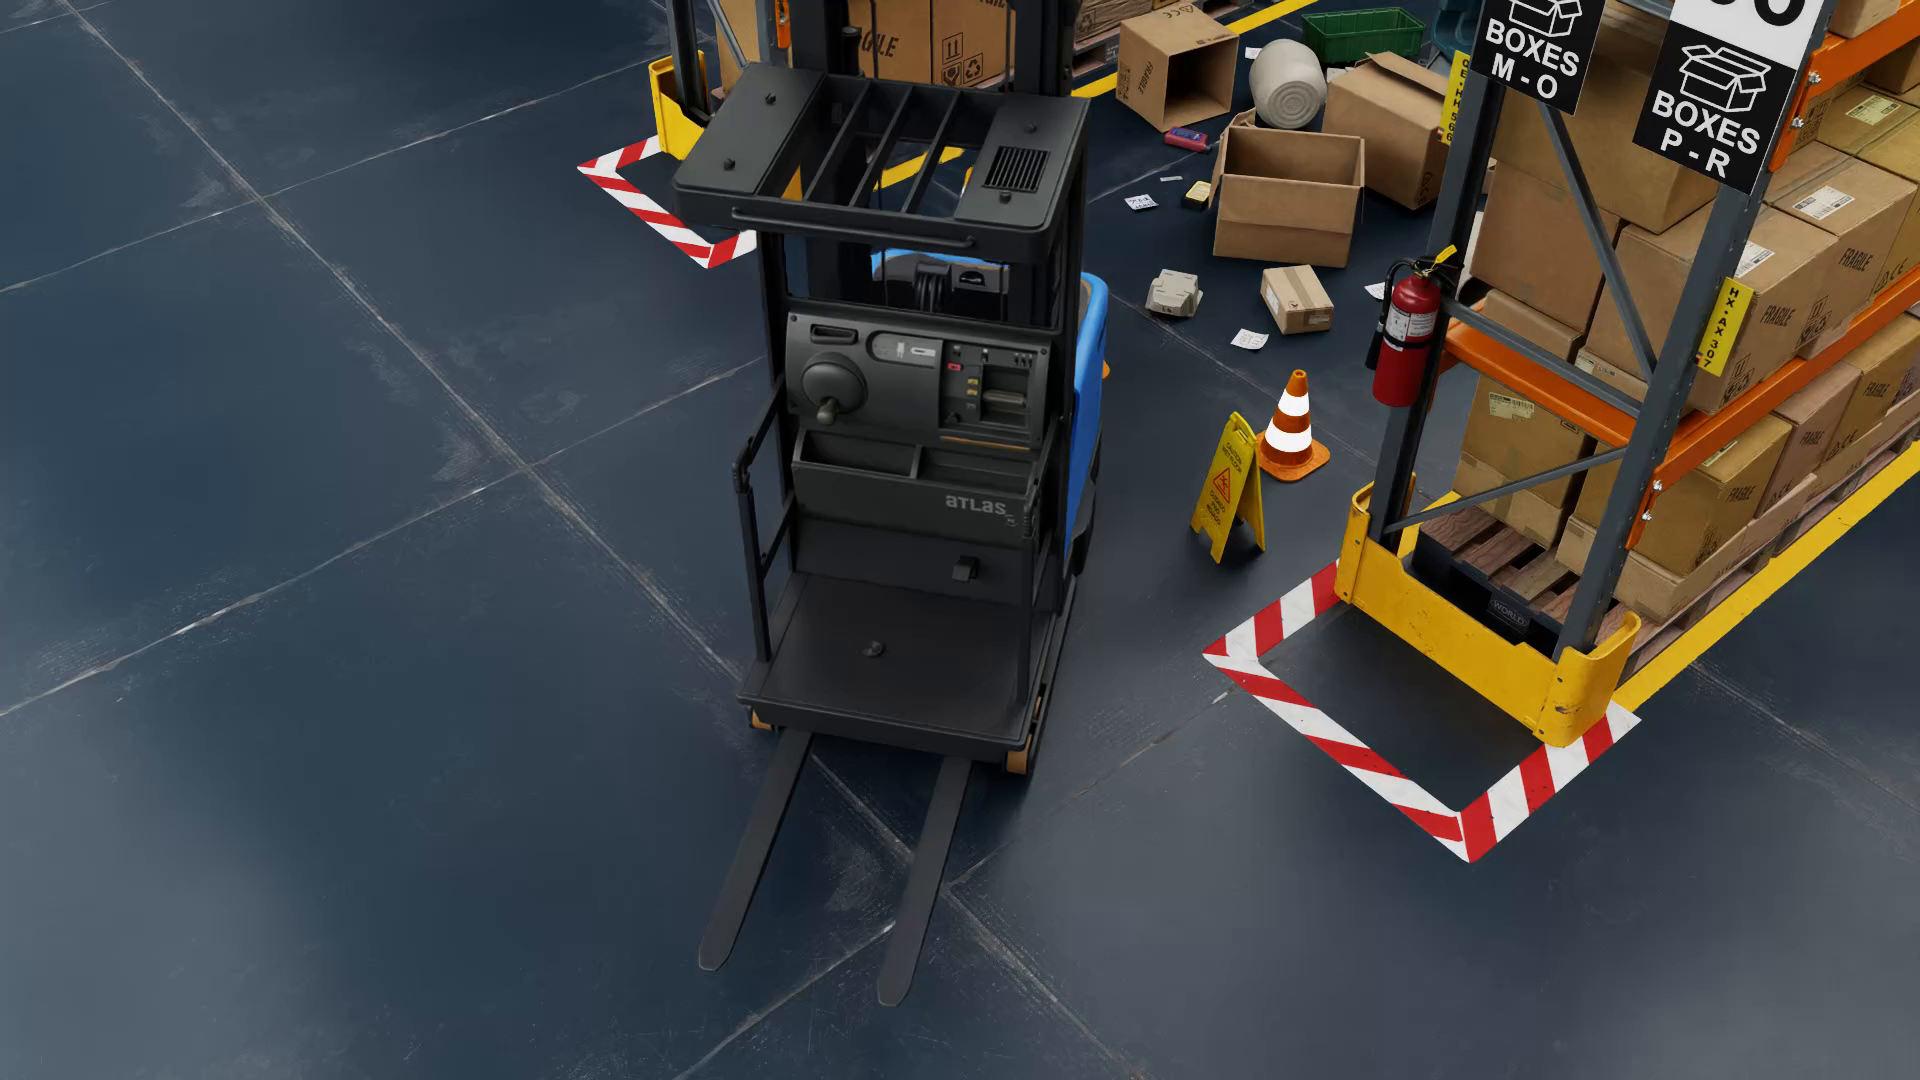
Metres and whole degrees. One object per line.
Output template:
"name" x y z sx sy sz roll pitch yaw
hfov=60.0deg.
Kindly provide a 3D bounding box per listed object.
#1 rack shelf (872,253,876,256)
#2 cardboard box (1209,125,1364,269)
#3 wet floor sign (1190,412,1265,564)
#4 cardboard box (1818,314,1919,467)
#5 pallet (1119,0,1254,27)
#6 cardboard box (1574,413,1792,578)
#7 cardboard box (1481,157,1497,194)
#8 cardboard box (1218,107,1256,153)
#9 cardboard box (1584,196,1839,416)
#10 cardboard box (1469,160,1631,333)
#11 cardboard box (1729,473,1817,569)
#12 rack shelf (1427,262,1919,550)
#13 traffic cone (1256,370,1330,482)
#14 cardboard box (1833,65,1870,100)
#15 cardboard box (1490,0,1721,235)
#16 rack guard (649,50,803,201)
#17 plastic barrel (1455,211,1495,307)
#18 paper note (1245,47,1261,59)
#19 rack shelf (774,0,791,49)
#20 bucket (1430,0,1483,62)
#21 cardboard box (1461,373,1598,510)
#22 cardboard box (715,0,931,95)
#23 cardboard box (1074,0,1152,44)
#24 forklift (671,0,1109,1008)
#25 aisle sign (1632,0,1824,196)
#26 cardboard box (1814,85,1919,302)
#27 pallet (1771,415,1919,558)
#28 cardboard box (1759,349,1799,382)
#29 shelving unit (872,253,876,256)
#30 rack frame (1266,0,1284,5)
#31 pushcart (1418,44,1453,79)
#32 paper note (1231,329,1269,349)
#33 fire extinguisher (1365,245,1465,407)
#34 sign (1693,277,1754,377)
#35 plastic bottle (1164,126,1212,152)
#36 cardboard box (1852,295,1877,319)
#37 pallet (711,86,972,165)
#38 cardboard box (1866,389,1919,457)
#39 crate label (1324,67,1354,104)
"rack shelf" -0.102 -1.078 7.540 1.000 0.185 0.538 6 40 7
"cardboard box" 1.723 -1.816 8.816 0.797 0.503 0.637 7 44 7
"wet floor sign" 1.168 -0.245 7.040 0.232 0.644 0.267 -14 45 -14
"cardboard box" 3.602 -0.717 6.976 0.500 0.500 0.500 -29 50 -27
"pallet" 1.181 -3.627 10.958 1.213 0.211 1.003 -30 51 -28
"cardboard box" 2.814 -0.269 6.499 0.500 0.500 0.500 -32 52 -29
"cardboard box" 3.066 -2.154 9.350 0.258 0.266 0.396 7 44 7
"cardboard box" 1.678 -2.218 9.418 0.258 0.266 0.396 -21 47 -21
"cardboard box" 2.541 -0.832 5.655 0.500 0.500 0.500 -31 51 -28
"cardboard box" 2.239 -1.153 5.996 0.500 0.500 0.500 -31 51 -29
"cardboard box" 3.192 -0.205 6.979 0.500 0.250 0.500 -28 50 -27
"rack shelf" 3.534 -1.241 6.906 4.000 0.370 1.077 -30 51 -28
"traffic cone" 1.502 -0.566 7.515 0.334 0.463 0.336 -30 51 -28
"cardboard box" 2.970 -1.970 6.135 0.500 0.500 0.700 -30 51 -28
"cardboard box" 2.252 -1.473 5.607 0.500 0.500 0.700 -31 51 -29
"rack guard" -1.272 -2.258 9.289 0.348 0.500 1.175 -30 51 -28
"plastic barrel" 2.613 -1.388 8.419 0.421 0.421 0.512 0 43 0
"paper note" 1.880 -3.084 10.511 0.147 0.020 0.142 7 44 7
"rack shelf" 0.281 -3.796 9.626 4.000 0.370 1.077 -30 51 -28
"bucket" 3.190 -3.027 9.563 0.620 0.611 0.726 -6 43 -21
"cardboard box" 2.447 -0.538 6.785 0.500 0.500 0.500 -29 51 -28
"cardboard box" -0.776 -2.891 9.382 0.875 0.875 0.875 -29 51 -28
"cardboard box" 0.598 -3.678 10.220 0.875 0.875 0.875 -29 51 -28
"forklift" -0.196 -0.469 5.608 1.130 2.935 3.031 9 44 9
"aisle sign" 2.151 -1.382 4.632 0.004 0.787 0.394 -30 51 -28
"cardboard box" 3.326 -1.286 6.138 0.500 0.500 0.500 -31 51 -29
"pallet" 3.639 -0.513 7.642 1.213 0.211 1.003 -30 51 -28
"cardboard box" 2.833 -0.766 6.058 0.250 0.149 0.380 -31 52 -29
"shelving unit" -0.101 -1.218 7.426 1.048 1.500 0.538 6 40 7
"rack frame" 1.815 -4.937 10.315 0.127 3.000 1.000 -30 51 -28
"pushcart" 3.567 -2.601 9.744 1.648 0.377 0.936 22 47 21
"paper note" 1.448 -1.003 8.296 0.148 0.019 0.142 22 47 21
"fire extinguisher" 1.616 -0.788 5.955 0.183 0.674 0.296 -30 51 -28
"sign" 2.348 -0.655 5.125 0.005 0.325 0.100 -30 51 -28
"plastic bottle" 1.347 -2.327 9.683 0.283 0.061 0.133 22 47 21
"cardboard box" 3.234 -0.985 6.291 0.250 0.149 0.380 -28 50 -27
"pallet" -0.690 -2.556 9.817 1.213 0.211 1.003 -30 51 -28
"cardboard box" 3.992 -0.672 7.476 0.500 0.250 0.500 -29 50 -27
"crate label" 2.330 -2.758 10.087 0.298 0.136 0.250 7 44 7
